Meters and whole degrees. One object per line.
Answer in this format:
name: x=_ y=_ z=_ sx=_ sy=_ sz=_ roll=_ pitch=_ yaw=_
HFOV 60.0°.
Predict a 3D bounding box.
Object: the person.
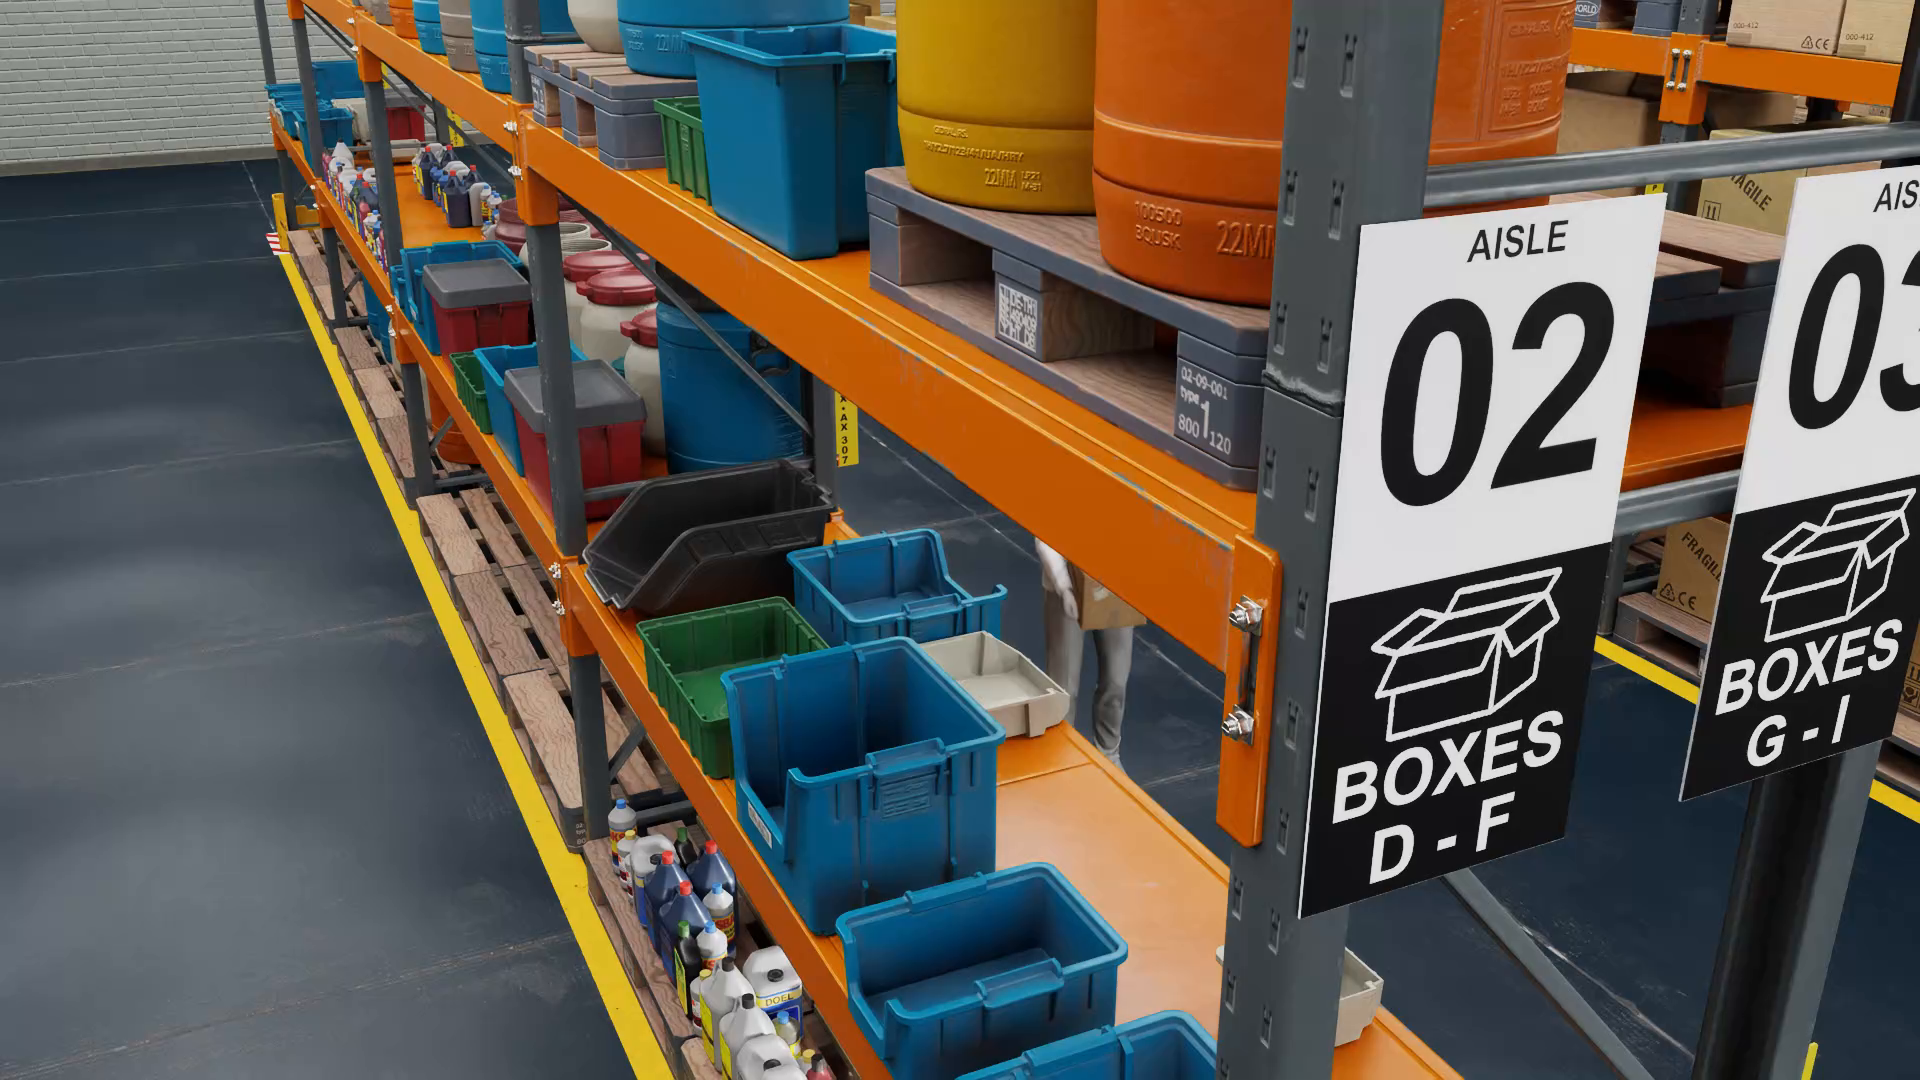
person: x=0.525 y=0.231 z=6.487 sx=0.465 sy=1.691 sz=0.554 roll=-4 pitch=23 yaw=-10
